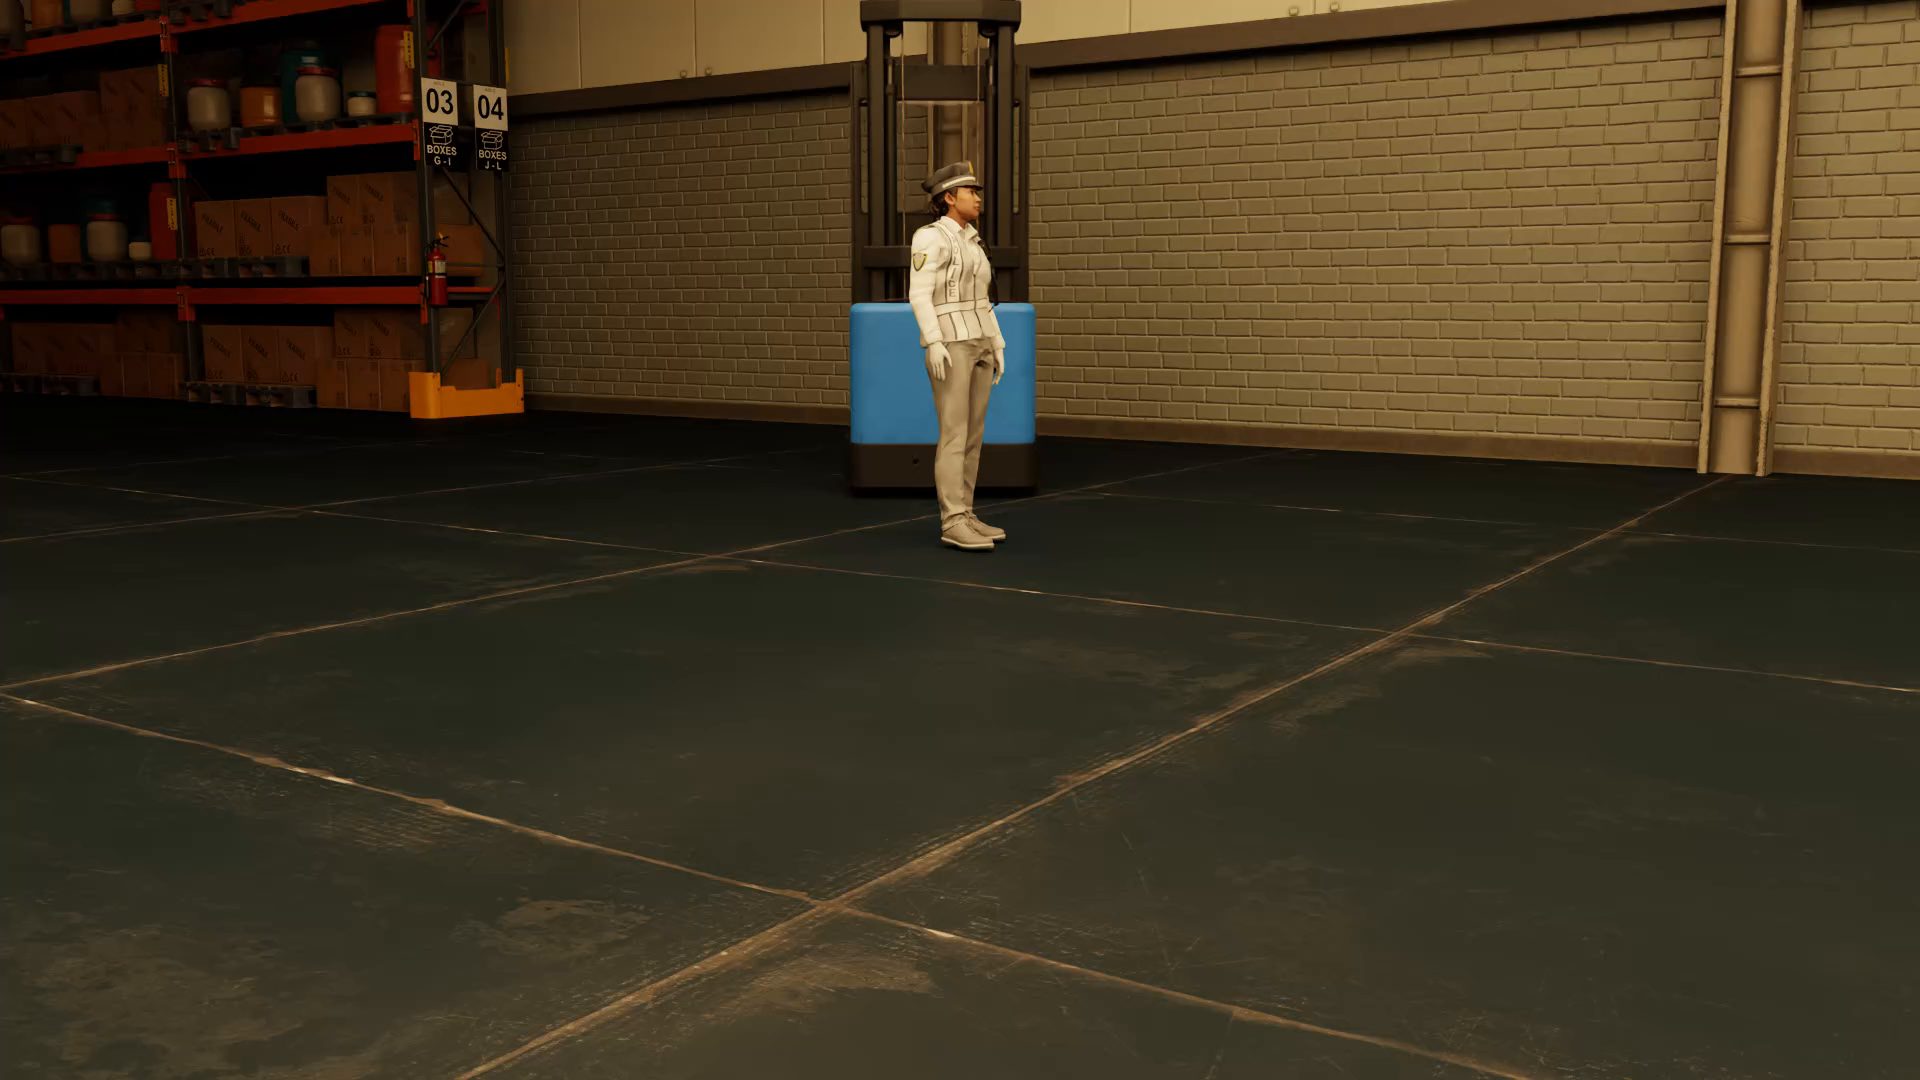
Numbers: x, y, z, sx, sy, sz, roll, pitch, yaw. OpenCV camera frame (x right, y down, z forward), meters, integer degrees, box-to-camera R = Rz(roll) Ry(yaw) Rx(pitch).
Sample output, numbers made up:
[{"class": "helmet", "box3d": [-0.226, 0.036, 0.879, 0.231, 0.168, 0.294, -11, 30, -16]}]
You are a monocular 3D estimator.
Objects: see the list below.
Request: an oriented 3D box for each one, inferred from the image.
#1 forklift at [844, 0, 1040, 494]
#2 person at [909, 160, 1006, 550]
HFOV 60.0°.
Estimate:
[{"class": "forklift", "box3d": [-0.129, -1.881, 10.421, 1.130, 2.935, 3.031, 0, 8, -1]}, {"class": "person", "box3d": [0.053, -0.840, 7.440, 0.531, 1.695, 0.588, 5, 10, 34]}]
